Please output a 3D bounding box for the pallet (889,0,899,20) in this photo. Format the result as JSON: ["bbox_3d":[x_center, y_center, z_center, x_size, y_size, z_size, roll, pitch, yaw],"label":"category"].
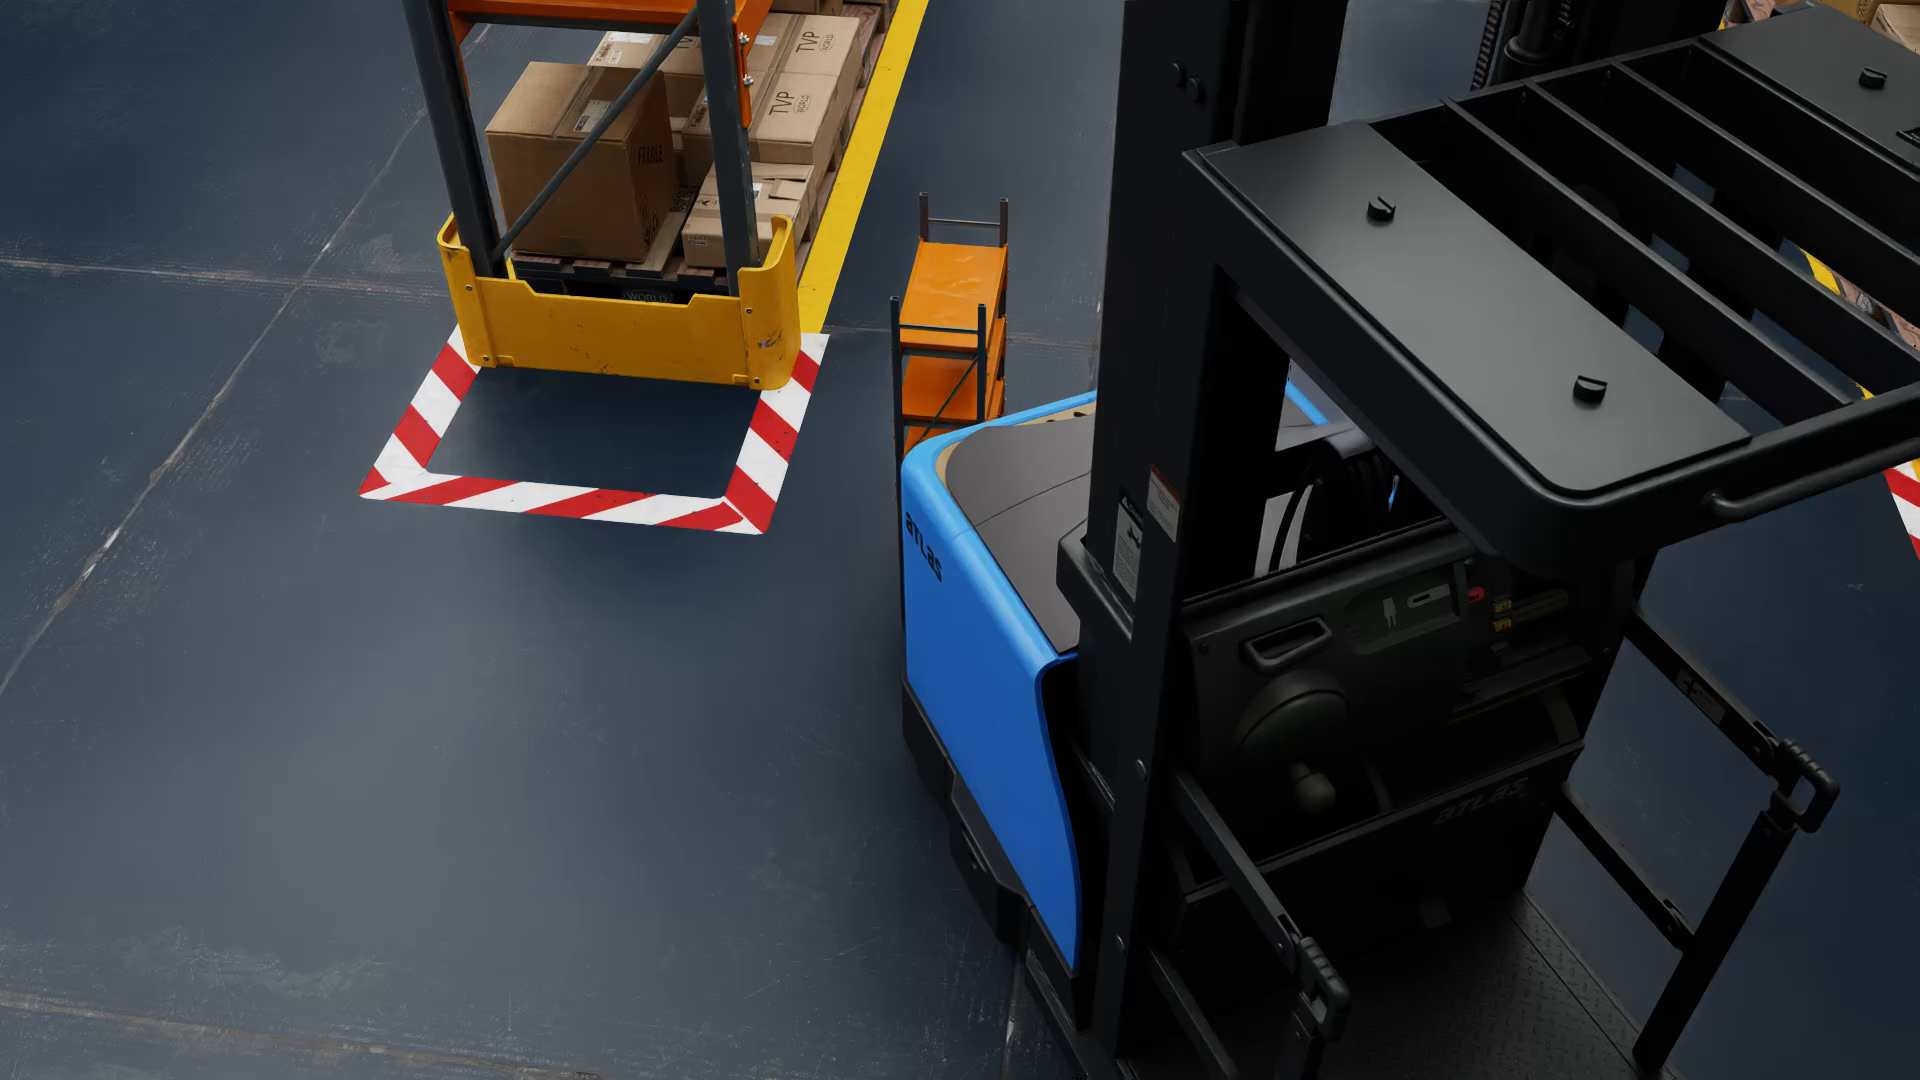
[{"bbox_3d":[-0.739,-2.969,8.232,1.003,0.211,1.213,5,44,6],"label":"pallet"}]

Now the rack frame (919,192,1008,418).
[{"bbox_3d":[0.010,-0.489,4.894,0.240,1.200,0.015,5,44,6],"label":"rack frame"}]

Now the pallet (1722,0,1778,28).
[{"bbox_3d":[4.085,-2.478,7.713,1.003,0.211,1.213,5,44,6],"label":"pallet"}]

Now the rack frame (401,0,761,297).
[{"bbox_3d":[-1.176,-1.723,4.888,1.000,3.000,0.127,5,44,6],"label":"rack frame"}]

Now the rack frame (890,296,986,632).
[{"bbox_3d":[-0.054,-0.157,4.543,0.240,1.200,0.015,5,44,6],"label":"rack frame"}]

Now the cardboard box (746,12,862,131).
[{"bbox_3d":[-0.691,-1.911,6.766,0.500,0.250,0.500,5,44,6],"label":"cardboard box"}]

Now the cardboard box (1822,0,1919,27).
[{"bbox_3d":[3.923,-2.054,6.751,0.700,0.500,0.500,6,44,6],"label":"cardboard box"}]

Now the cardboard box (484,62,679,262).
[{"bbox_3d":[-1.349,-1.368,6.011,0.500,0.500,0.500,5,44,6],"label":"cardboard box"}]

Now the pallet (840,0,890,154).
[{"bbox_3d":[-0.898,-2.135,7.351,1.003,0.211,1.213,5,44,6],"label":"pallet"}]

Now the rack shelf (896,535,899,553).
[{"bbox_3d":[-0.022,-0.130,4.901,0.258,0.148,0.480,5,44,6],"label":"rack shelf"}]

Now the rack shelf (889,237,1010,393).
[{"bbox_3d":[-0.022,-0.608,4.448,0.258,0.148,0.480,5,44,6],"label":"rack shelf"}]

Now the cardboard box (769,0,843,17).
[{"bbox_3d":[-0.891,-2.422,7.122,0.797,0.503,0.637,5,44,6],"label":"cardboard box"}]

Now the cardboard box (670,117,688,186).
[{"bbox_3d":[-1.206,-1.515,6.409,0.380,0.166,0.250,5,44,6],"label":"cardboard box"}]

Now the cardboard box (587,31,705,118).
[{"bbox_3d":[-1.193,-1.922,6.778,0.500,0.250,0.500,5,44,6],"label":"cardboard box"}]

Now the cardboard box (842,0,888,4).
[{"bbox_3d":[-0.541,-2.708,7.563,0.500,0.311,0.500,5,44,6],"label":"cardboard box"}]

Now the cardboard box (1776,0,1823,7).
[{"bbox_3d":[3.993,-2.404,7.120,0.700,0.500,0.500,5,44,5],"label":"cardboard box"}]

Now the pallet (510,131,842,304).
[{"bbox_3d":[-1.062,-1.306,6.476,1.003,0.211,1.213,5,44,6],"label":"pallet"}]

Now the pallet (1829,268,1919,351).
[{"bbox_3d":[3.762,-0.815,5.957,1.003,0.211,1.213,5,44,6],"label":"pallet"}]

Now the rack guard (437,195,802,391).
[{"bbox_3d":[-1.166,-0.867,5.802,1.175,0.500,0.348,5,44,6],"label":"rack guard"}]

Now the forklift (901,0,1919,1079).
[{"bbox_3d":[0.907,0.280,2.823,1.130,2.935,3.031,-17,46,-17],"label":"forklift"}]

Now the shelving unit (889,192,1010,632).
[{"bbox_3d":[-0.022,-0.323,4.718,0.258,1.200,0.503,5,44,6],"label":"shelving unit"}]

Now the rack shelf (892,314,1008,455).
[{"bbox_3d":[-0.022,-0.436,4.611,0.258,0.148,0.480,5,44,6],"label":"rack shelf"}]

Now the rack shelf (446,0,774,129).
[{"bbox_3d":[-0.912,-2.825,6.575,1.077,0.370,4.000,5,44,6],"label":"rack shelf"}]

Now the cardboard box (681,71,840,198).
[{"bbox_3d":[-0.757,-1.570,6.406,0.500,0.250,0.500,5,44,6],"label":"cardboard box"}]

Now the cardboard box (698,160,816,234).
[{"bbox_3d":[-0.747,-1.279,6.160,0.380,0.166,0.250,5,44,6],"label":"cardboard box"}]

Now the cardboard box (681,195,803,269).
[{"bbox_3d":[-0.780,-1.102,5.986,0.380,0.149,0.250,5,44,6],"label":"cardboard box"}]

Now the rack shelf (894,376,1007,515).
[{"bbox_3d":[-0.022,-0.274,4.765,0.258,0.148,0.480,5,44,6],"label":"rack shelf"}]

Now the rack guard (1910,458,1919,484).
[{"bbox_3d":[3.731,-0.351,5.258,1.175,0.500,0.348,5,44,6],"label":"rack guard"}]

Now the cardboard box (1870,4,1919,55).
[{"bbox_3d":[3.860,-1.690,6.366,0.700,0.500,0.500,4,44,4],"label":"cardboard box"}]
